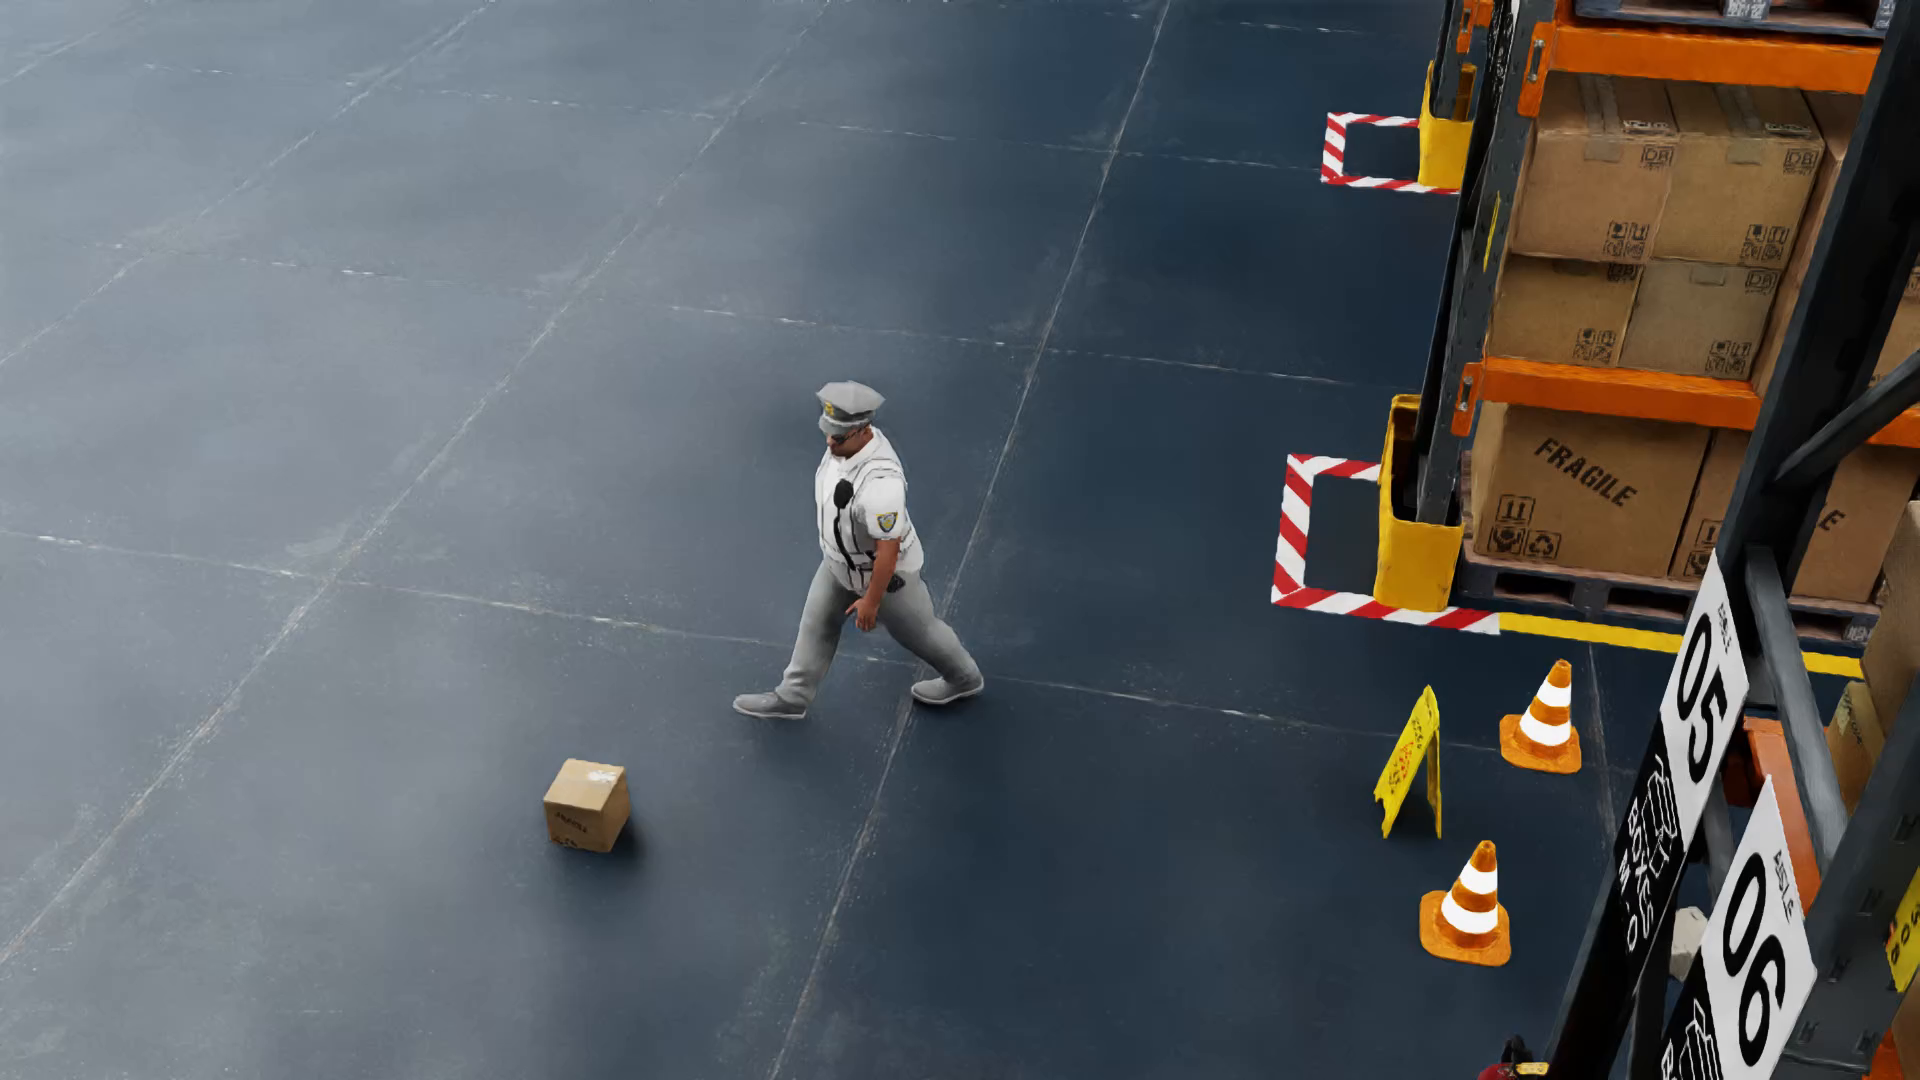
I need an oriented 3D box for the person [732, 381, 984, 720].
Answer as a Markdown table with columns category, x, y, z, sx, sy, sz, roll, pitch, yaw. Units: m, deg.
| category | x | y | z | sx | sy | sz | roll | pitch | yaw |
| --- | --- | --- | --- | --- | --- | --- | --- | --- | --- |
| person | -0.425 | 0.084 | 6.854 | 1.072 | 1.683 | 0.604 | -18 | 40 | -22 |
